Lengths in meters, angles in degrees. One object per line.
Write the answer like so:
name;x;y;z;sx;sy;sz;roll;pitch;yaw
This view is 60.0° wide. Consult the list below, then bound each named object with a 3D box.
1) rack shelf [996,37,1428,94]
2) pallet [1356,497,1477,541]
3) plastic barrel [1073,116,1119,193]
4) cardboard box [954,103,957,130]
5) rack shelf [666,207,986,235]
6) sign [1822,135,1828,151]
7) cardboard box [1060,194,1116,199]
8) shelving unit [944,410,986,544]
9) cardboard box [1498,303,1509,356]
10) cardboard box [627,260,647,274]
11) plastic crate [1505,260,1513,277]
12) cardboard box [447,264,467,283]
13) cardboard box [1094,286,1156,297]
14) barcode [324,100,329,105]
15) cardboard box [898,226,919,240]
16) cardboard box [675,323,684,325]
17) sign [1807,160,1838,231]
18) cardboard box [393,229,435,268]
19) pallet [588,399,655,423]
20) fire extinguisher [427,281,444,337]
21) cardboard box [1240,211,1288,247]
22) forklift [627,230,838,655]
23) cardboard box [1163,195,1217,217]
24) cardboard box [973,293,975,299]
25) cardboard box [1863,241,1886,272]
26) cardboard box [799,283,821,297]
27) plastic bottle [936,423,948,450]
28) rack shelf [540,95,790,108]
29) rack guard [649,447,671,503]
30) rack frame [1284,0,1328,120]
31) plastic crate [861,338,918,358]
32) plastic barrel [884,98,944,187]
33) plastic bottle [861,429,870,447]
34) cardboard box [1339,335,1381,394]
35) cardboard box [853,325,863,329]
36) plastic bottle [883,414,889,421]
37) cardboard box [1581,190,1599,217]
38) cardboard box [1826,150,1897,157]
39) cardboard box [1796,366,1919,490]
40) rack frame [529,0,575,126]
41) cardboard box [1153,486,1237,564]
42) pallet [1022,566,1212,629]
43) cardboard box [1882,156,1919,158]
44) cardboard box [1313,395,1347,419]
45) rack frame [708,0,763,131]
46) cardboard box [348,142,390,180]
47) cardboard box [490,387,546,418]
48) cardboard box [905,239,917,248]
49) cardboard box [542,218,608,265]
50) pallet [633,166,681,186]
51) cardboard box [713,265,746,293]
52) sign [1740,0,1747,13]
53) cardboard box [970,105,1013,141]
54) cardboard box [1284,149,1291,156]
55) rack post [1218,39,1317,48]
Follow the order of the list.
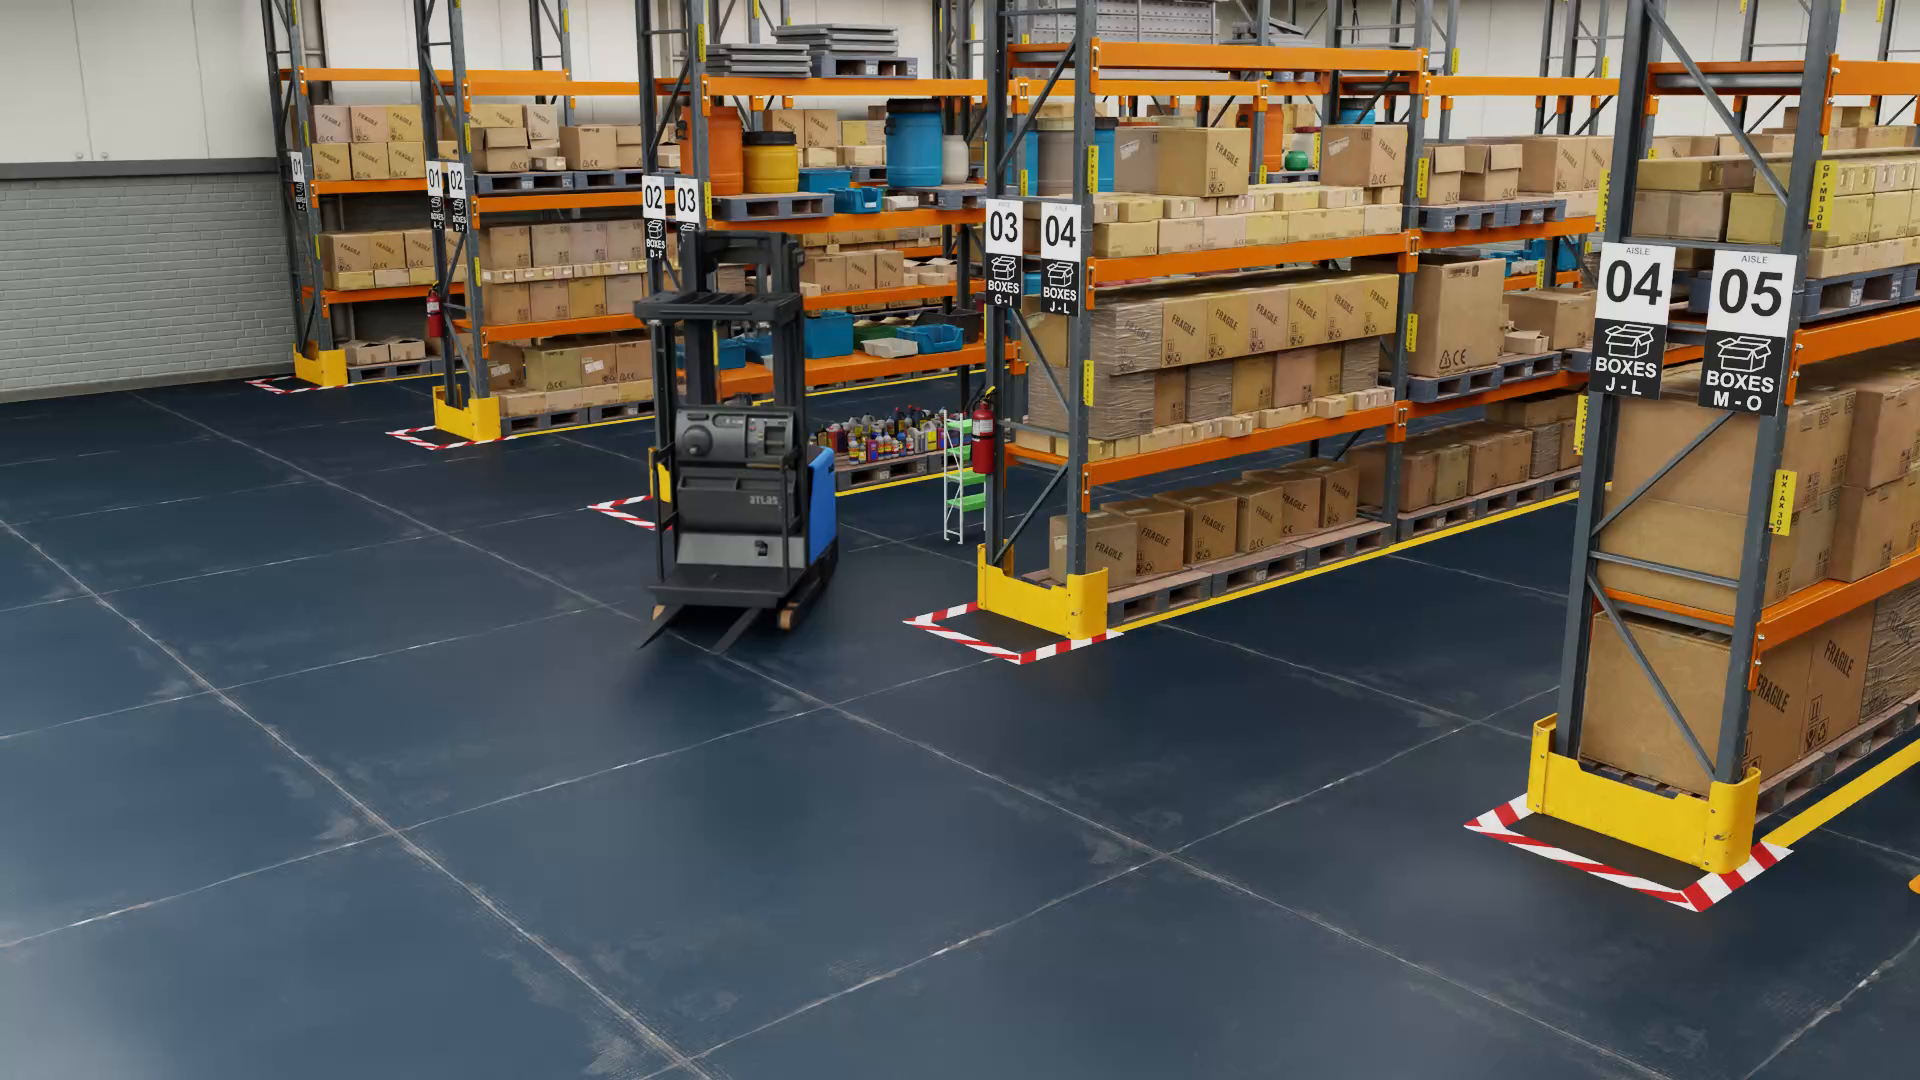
rack shelf;2.078;-3.710;13.104;4.000;0.370;1.077;-13;19;-39
pallet;4.174;-0.285;15.908;1.213;0.211;1.003;-13;19;-39
plastic barrel;1.564;-4.506;19.522;0.708;0.901;0.600;-13;19;-39
cardboard box;0.241;-7.902;31.039;0.500;0.500;0.500;-13;20;-40
rack shelf;-1.173;-3.227;17.100;4.000;0.370;1.077;-13;19;-39
sign;9.986;-4.602;19.243;0.005;0.325;0.100;-13;19;-39
cardboard box;0.982;-2.589;12.834;0.250;0.149;0.380;-14;20;-42
shelving unit;0.125;-0.608;15.200;0.503;1.200;0.258;-13;19;-39
cardboard box;4.834;-2.064;16.152;0.637;0.503;0.797;-10;18;-34
cardboard box;-4.135;-3.443;20.876;0.250;0.149;0.380;-12;19;-38
plastic crate;8.008;-4.047;24.798;0.300;0.233;0.416;-13;19;-39
cardboard box;-7.455;-3.934;24.419;0.500;0.250;0.500;-12;19;-39
cardboard box;1.196;-1.725;13.186;0.500;0.500;0.500;-13;19;-39
barcode;-8.978;-6.203;23.555;0.075;0.075;0.001;-13;19;-39
cardboard box;-1.078;-5.651;29.784;0.500;0.500;0.500;-13;19;-39
cardboard box;-4.855;-3.702;27.287;0.500;0.500;0.700;-12;19;-39
sign;4.109;-1.640;7.919;0.005;0.325;0.100;-13;19;-39
cardboard box;-7.854;-4.205;23.980;0.500;0.500;0.500;-13;20;-41
pallet;-4.461;-1.748;21.384;1.213;0.211;1.003;-13;19;-39
fire extinguisher;-6.324;-2.785;20.012;0.183;0.674;0.296;-13;19;-39
cardboard box;2.253;-2.491;13.243;0.500;0.250;0.500;-12;19;-38
forklift;-1.765;-0.816;12.626;1.130;2.935;3.031;2;15;8
cardboard box;1.736;-2.558;12.719;0.250;0.149;0.380;-13;20;-40
cardboard box;0.499;-4.850;31.625;0.500;0.500;0.700;-12;19;-39
cardboard box;4.600;-1.500;8.720;0.250;0.149;0.380;-13;19;-39
cardboard box;-2.110;-3.418;22.721;0.250;0.149;0.380;-13;19;-39
plastic bottle;-0.201;-1.131;18.083;0.133;0.283;0.061;-11;19;-36
rack shelf;-4.659;-7.089;26.522;4.000;0.370;1.077;-13;19;-39
rack guard;-2.655;-0.601;16.531;0.348;0.500;1.175;-13;19;-39
rack frame;6.140;-8.360;29.112;0.127;3.000;1.000;-13;19;-39
plastic crate;-0.723;-2.012;17.483;0.437;0.136;0.530;-13;19;-39
plastic barrel;-0.485;-4.211;17.604;0.708;0.901;0.600;-13;19;-39
plastic bottle;-1.037;-1.117;18.190;0.097;0.201;0.097;0;15;0
cardboard box;3.207;-1.628;14.762;0.500;0.500;0.875;-13;19;-39
cardboard box;-1.648;-2.957;23.935;0.500;0.311;0.500;-13;20;-40
plastic bottle;-0.840;-1.257;18.553;0.133;0.283;0.061;-12;19;-37
cardboard box;6.042;-3.339;16.417;0.500;0.250;0.500;-13;20;-40
cardboard box;5.501;-2.313;10.218;0.250;0.149;0.380;-12;19;-39
cardboard box;4.921;-0.669;9.558;0.550;0.550;0.875;-13;19;-39
rack frame;-6.167;-7.291;25.109;0.127;3.000;1.000;-13;19;-39
cardboard box;1.965;-0.130;13.956;0.500;0.500;0.500;-10;18;-34
pallet;1.263;0.381;13.414;1.213;0.211;1.003;-13;19;-39
cardboard box;5.363;-2.057;9.260;0.250;0.149;0.380;-12;19;-39
cardboard box;3.080;-1.150;14.229;0.250;0.149;0.380;-13;19;-39
rack frame;-2.913;-6.328;21.501;0.127;3.000;1.000;-13;19;-39
cardboard box;-8.340;-5.315;23.289;0.500;0.500;0.500;-11;19;-36
cardboard box;-5.380;-1.674;20.217;0.500;0.250;0.500;-13;19;-39
cardboard box;-0.990;-5.357;29.941;0.250;0.149;0.380;-13;19;-39
cardboard box;-4.757;-3.688;20.537;0.500;0.500;0.700;-13;19;-39
pallet;-3.539;-4.686;21.340;1.213;0.211;1.003;-13;19;-39
cardboard box;-3.243;-3.401;21.977;0.500;0.500;0.700;-13;20;-41
sign;9.276;-6.394;19.632;0.005;0.325;0.100;-13;19;-39
cardboard box;0.438;-6.160;24.555;0.500;0.500;0.500;-13;19;-39
cardboard box;5.541;-6.618;28.691;0.500;0.250;0.500;-13;19;-39
rack post;3.873;-6.134;20.925;0.937;0.300;0.954;-13;19;-39
